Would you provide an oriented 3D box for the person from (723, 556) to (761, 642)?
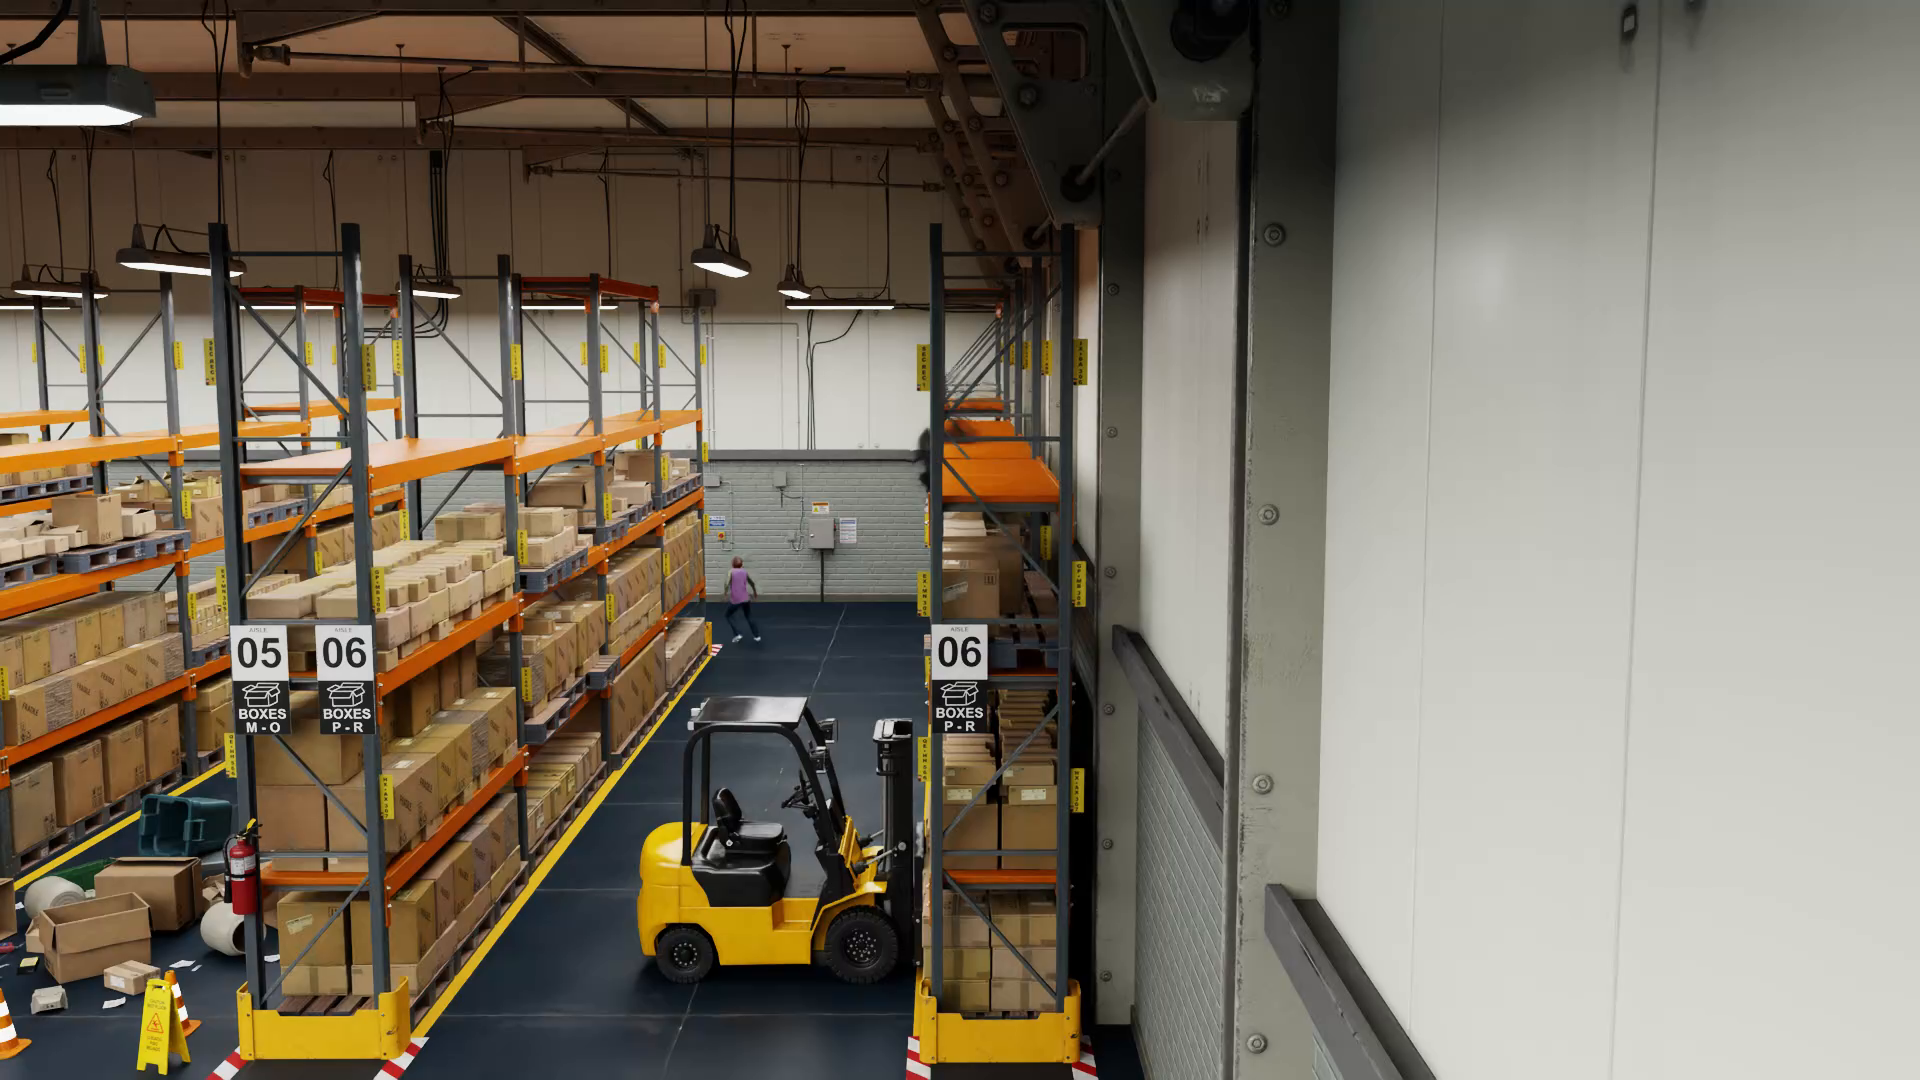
[{"bbox_3d":[-3.813,1.046,28.987,0.794,1.540,0.465,-6,9,-42],"label":"person"}]
